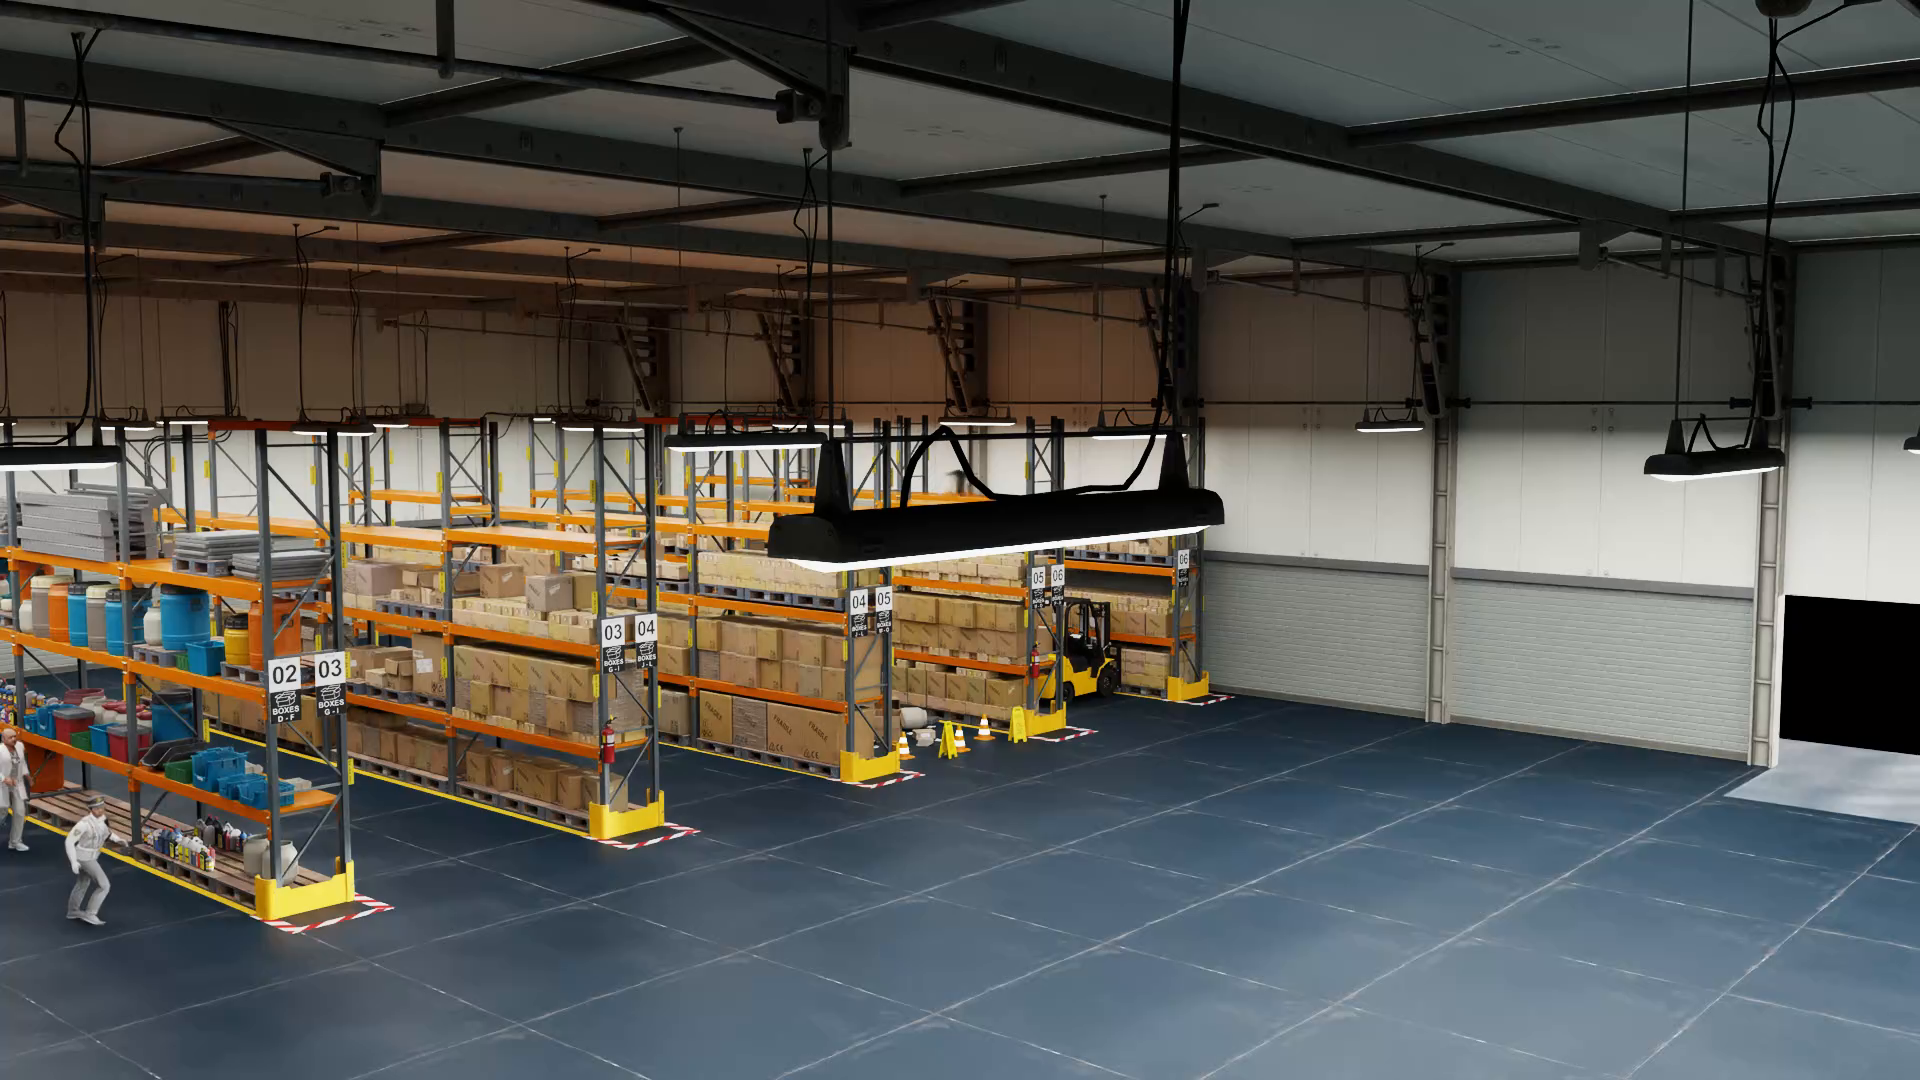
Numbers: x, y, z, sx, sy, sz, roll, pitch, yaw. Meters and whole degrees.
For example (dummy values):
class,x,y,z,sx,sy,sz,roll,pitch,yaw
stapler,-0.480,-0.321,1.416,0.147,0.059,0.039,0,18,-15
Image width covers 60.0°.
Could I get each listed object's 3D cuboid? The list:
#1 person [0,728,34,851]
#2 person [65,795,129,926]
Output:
class,x,y,z,sx,sy,sz,roll,pitch,yaw
person,-13.550,3.510,23.538,0.938,1.740,0.695,3,6,32
person,-10.521,3.885,20.208,0.780,1.632,0.605,-1,5,-13
